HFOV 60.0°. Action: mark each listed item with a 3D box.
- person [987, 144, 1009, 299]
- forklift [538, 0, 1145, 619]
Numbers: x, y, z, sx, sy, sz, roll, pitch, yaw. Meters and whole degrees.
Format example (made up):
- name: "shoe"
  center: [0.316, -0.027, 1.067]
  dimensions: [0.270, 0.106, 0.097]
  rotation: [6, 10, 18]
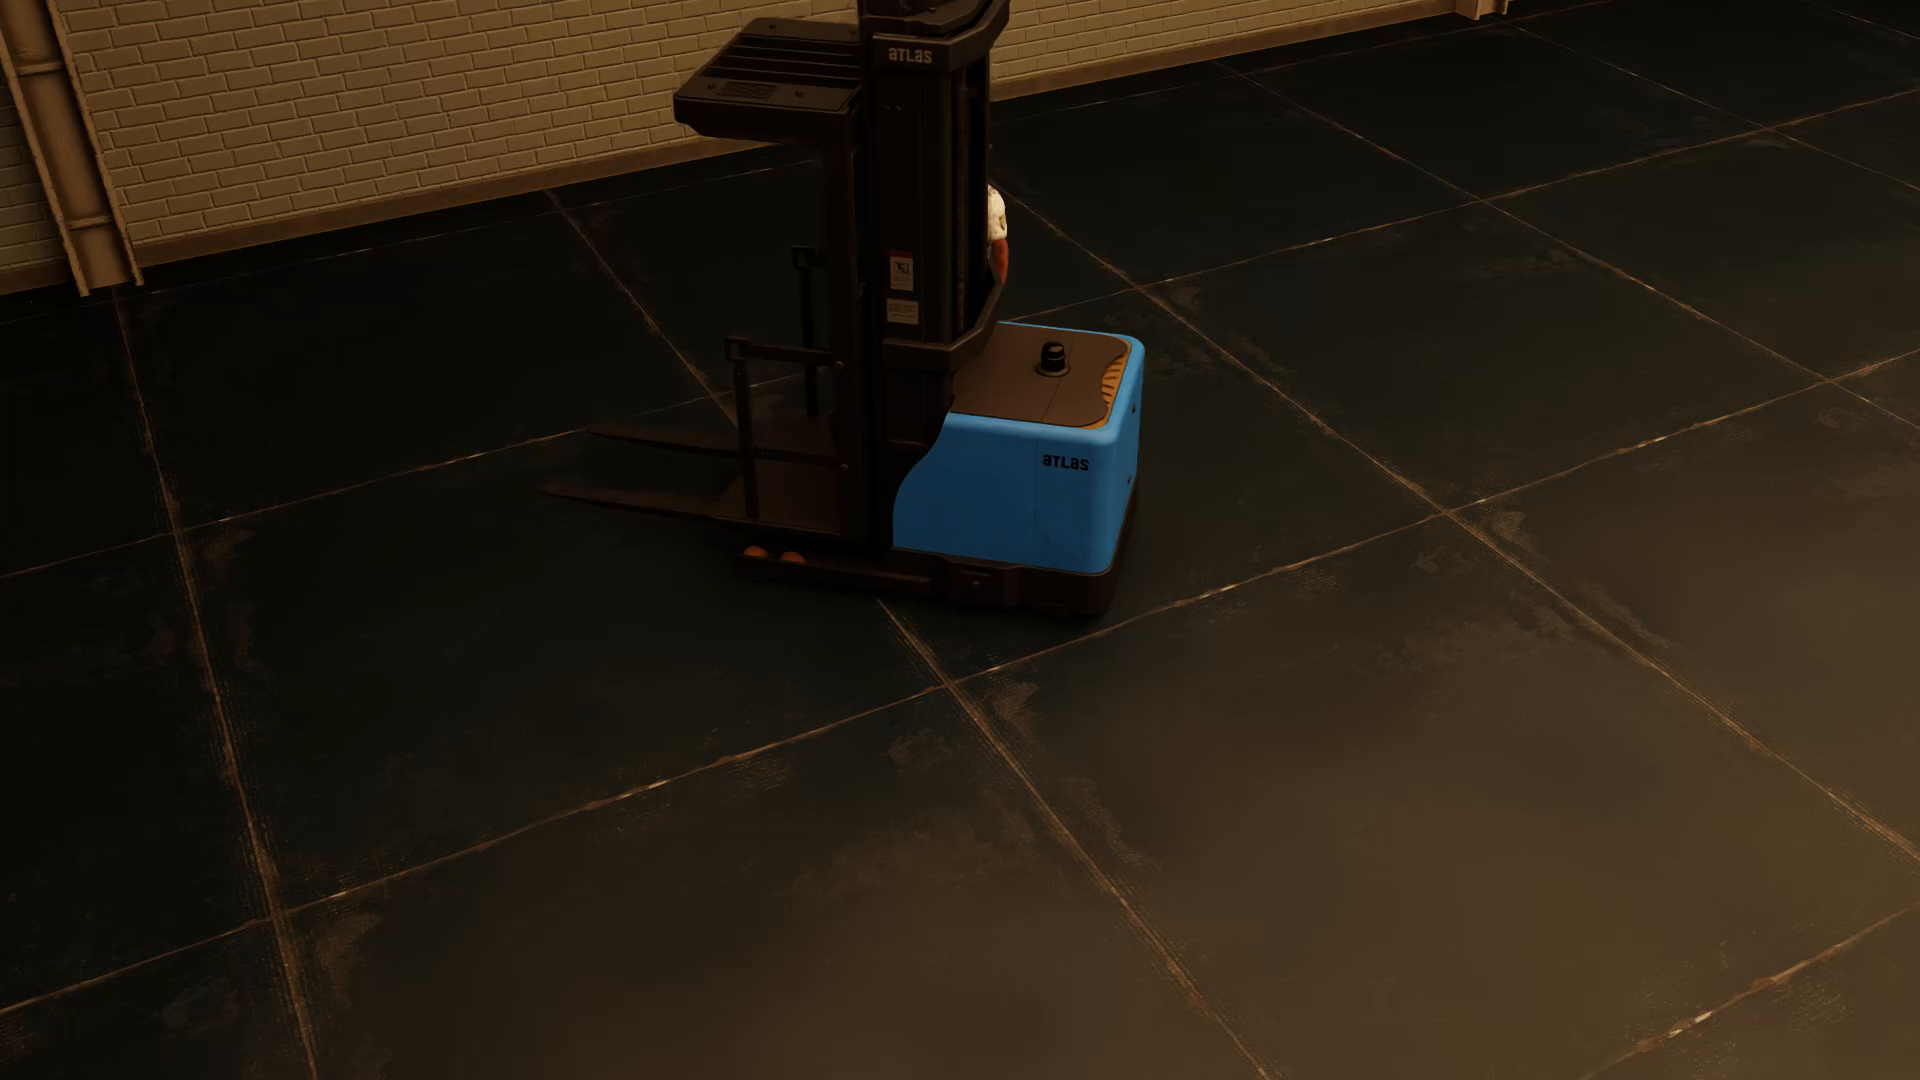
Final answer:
- name: "person"
  center: [-0.036, -1.393, 9.150]
  dimensions: [0.570, 1.695, 0.528]
  rotation: [9, 36, 13]
- name: "forklift"
  center: [-0.647, -1.258, 7.903]
  dimensions: [3.031, 2.935, 1.130]
  rotation: [8, 36, 11]
